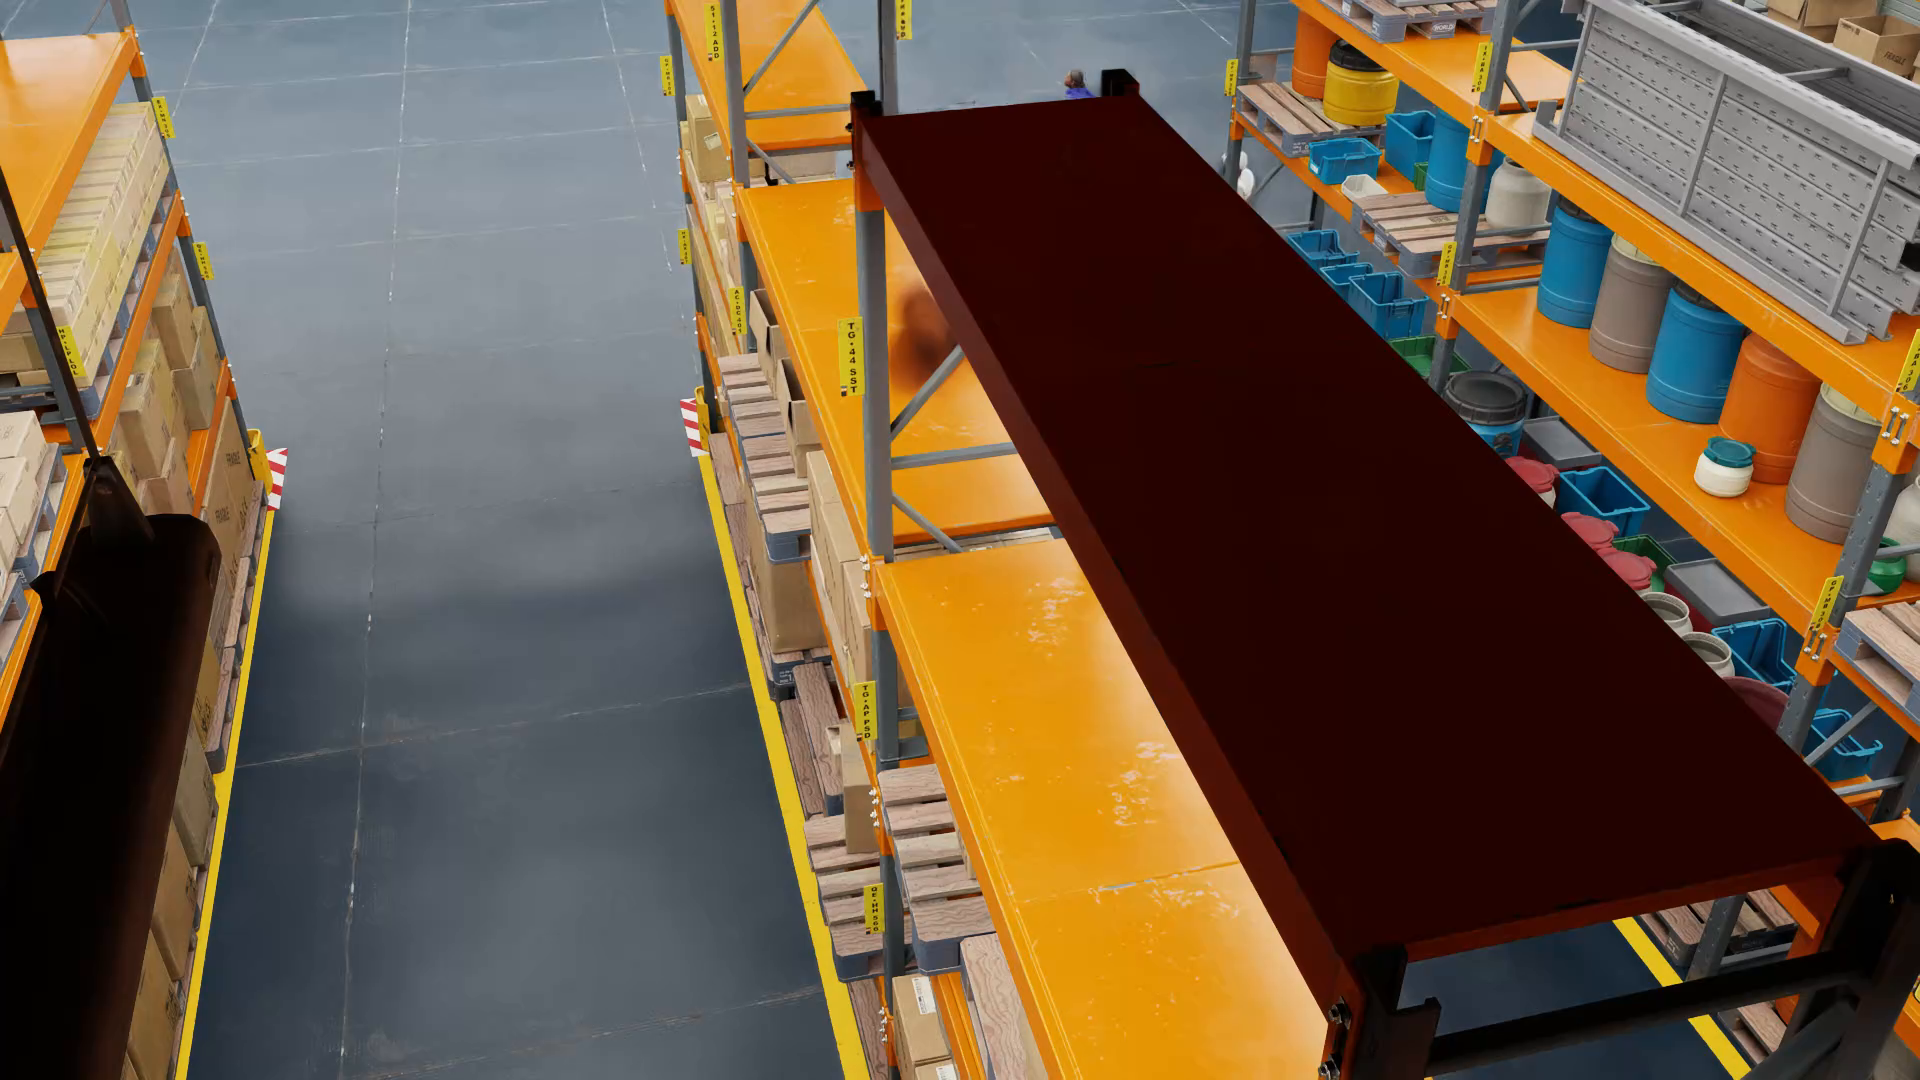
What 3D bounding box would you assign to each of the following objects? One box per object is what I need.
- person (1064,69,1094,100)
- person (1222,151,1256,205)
[{"bbox_3d":[1.285,-4.769,19.608,0.531,1.612,0.642,13,36,18],"label":"person"},{"bbox_3d":[2.840,-3.276,17.380,0.576,1.705,0.697,16,38,22],"label":"person"}]
